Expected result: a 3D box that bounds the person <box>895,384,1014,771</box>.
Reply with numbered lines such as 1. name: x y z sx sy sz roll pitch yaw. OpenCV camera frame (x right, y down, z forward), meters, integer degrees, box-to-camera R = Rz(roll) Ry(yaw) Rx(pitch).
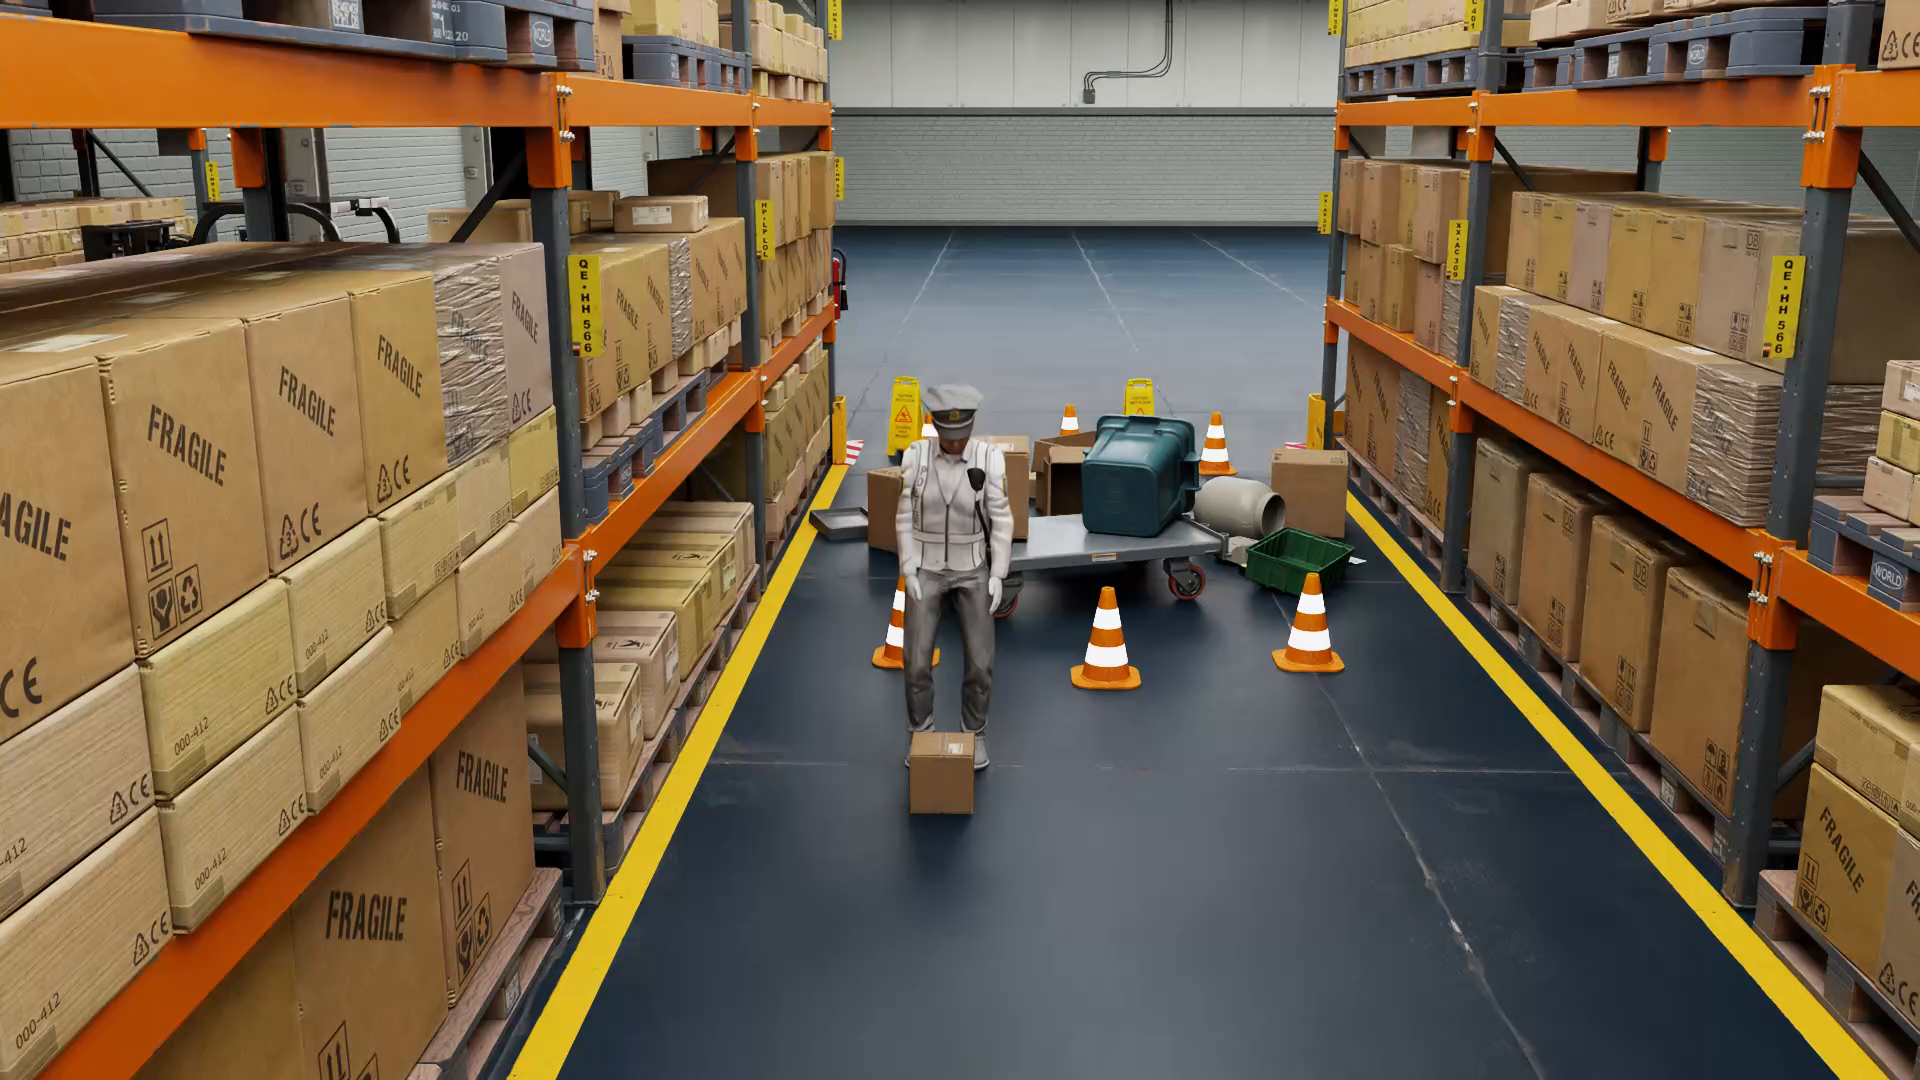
1. person: -0.025 0.160 6.945 0.496 1.635 0.428 1 14 3
